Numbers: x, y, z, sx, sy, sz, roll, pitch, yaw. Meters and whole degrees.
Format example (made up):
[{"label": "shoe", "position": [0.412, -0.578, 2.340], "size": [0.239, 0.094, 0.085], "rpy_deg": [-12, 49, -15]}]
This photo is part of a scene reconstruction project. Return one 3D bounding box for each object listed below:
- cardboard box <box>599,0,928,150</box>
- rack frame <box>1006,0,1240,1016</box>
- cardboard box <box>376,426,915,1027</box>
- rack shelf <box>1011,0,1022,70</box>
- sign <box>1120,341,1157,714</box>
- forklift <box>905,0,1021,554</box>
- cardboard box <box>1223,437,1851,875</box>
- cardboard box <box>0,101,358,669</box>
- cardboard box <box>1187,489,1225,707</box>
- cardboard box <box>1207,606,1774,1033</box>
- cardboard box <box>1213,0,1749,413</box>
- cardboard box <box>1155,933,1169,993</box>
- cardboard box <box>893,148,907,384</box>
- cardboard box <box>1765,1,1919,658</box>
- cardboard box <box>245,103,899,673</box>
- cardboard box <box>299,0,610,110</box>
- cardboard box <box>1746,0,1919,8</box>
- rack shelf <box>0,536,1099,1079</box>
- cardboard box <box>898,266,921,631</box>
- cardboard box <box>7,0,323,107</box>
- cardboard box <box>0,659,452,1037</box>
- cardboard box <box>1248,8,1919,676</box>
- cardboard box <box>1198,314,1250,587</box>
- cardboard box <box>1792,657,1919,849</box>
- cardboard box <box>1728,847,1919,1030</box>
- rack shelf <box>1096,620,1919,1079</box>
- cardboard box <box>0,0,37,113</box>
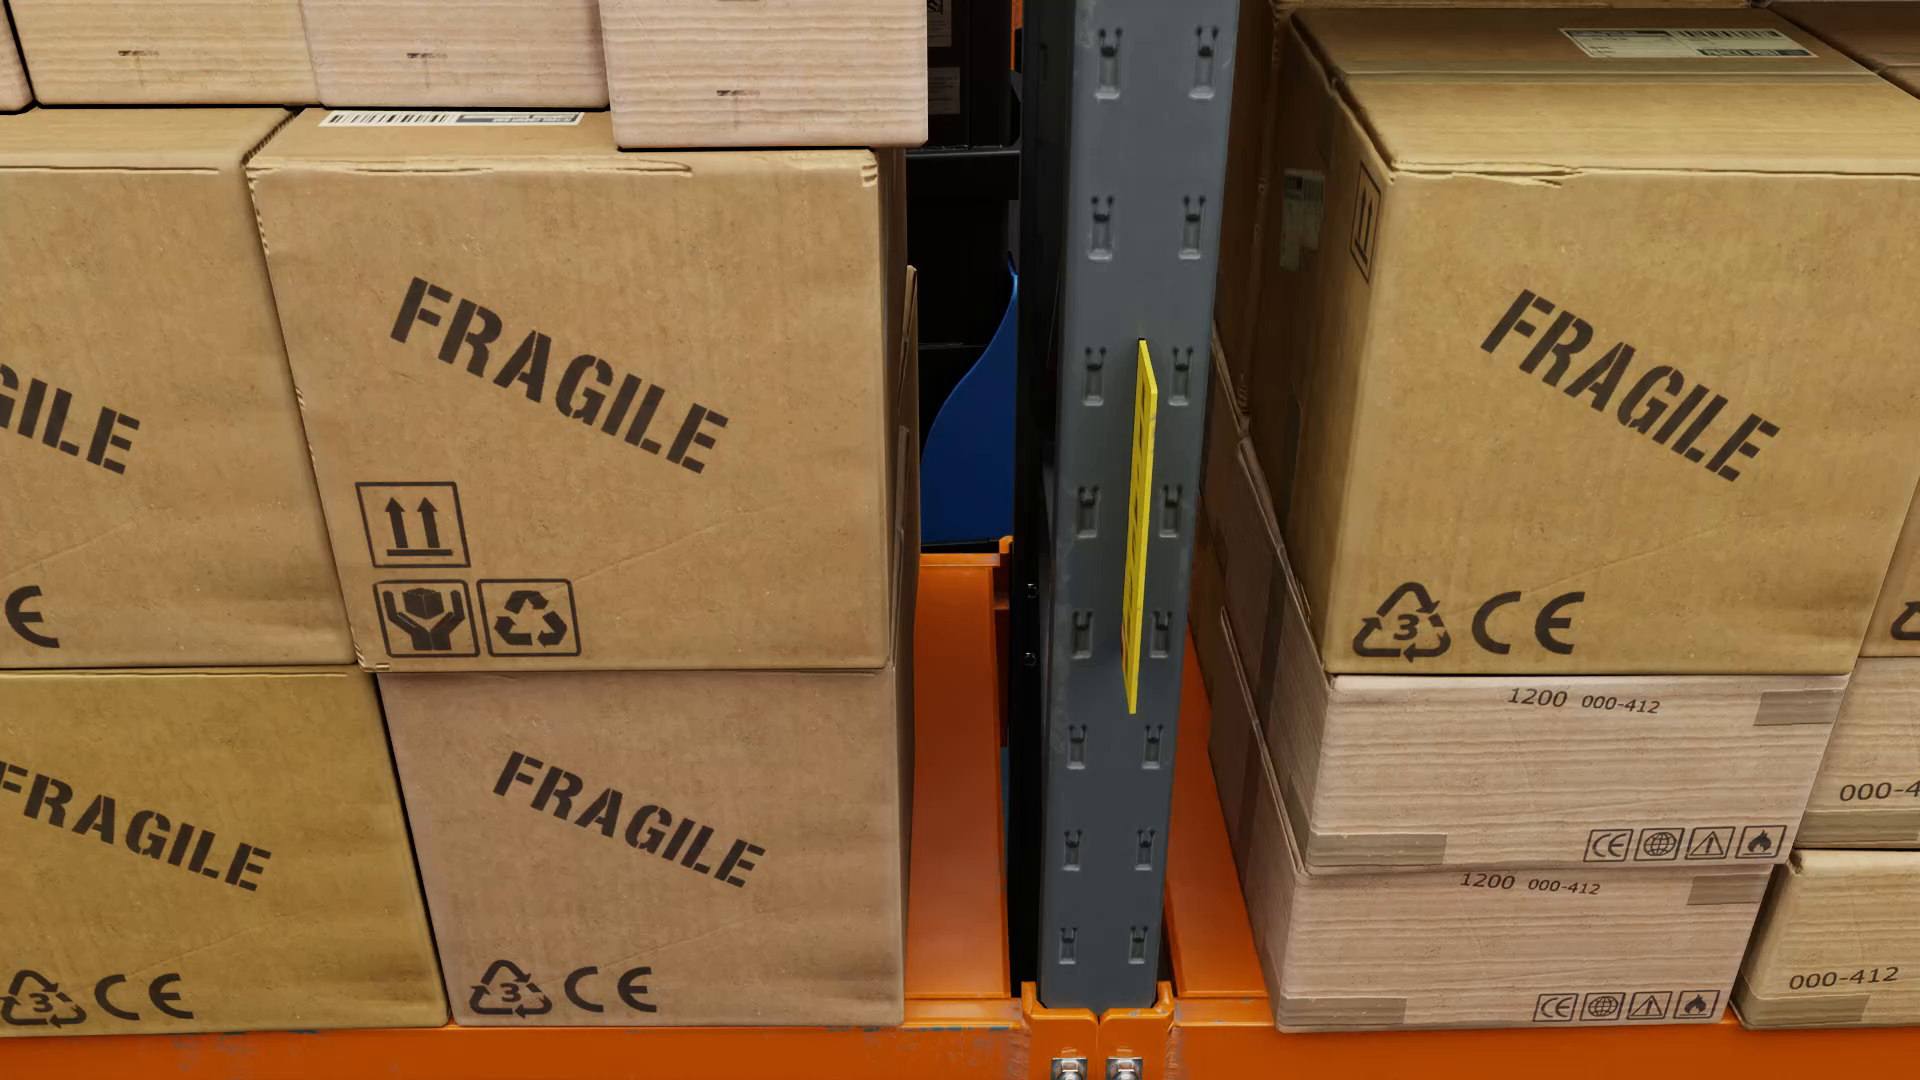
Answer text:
[{"label": "cardboard box", "position": [-0.156, -0.472, 1.450], "size": [0.250, 0.149, 0.380], "rpy_deg": [-1, 31, -1]}, {"label": "rack frame", "position": [0.150, 0.108, 2.180], "size": [0.053, 2.616, 0.949], "rpy_deg": [0, 31, 0]}, {"label": "cardboard box", "position": [-0.312, 0.201, 1.930], "size": [0.500, 0.500, 0.500], "rpy_deg": [0, 31, 0]}, {"label": "rack shelf", "position": [2.117, -2.163, 6.618], "size": [4.000, 0.370, 1.077], "rpy_deg": [0, 31, 0]}, {"label": "sign", "position": [0.155, -0.006, 1.457], "size": [0.005, 0.325, 0.100], "rpy_deg": [0, 31, 0]}, {"label": "forklift", "position": [-0.622, -1.217, 4.431], "size": [3.031, 2.935, 1.130], "rpy_deg": [-3, 31, -5]}, {"label": "cardboard box", "position": [0.592, 0.105, 1.847], "size": [0.500, 0.250, 0.500], "rpy_deg": [-1, 31, -2]}, {"label": "cardboard box", "position": [-0.827, -0.218, 1.658], "size": [0.500, 0.500, 0.500], "rpy_deg": [-1, 31, -1]}, {"label": "cardboard box", "position": [0.598, 0.042, 2.434], "size": [0.500, 0.250, 0.500], "rpy_deg": [-1, 31, -1]}, {"label": "cardboard box", "position": [0.592, 0.310, 1.993], "size": [0.500, 0.250, 0.500], "rpy_deg": [-1, 31, -1]}, {"label": "cardboard box", "position": [0.596, -0.492, 2.109], "size": [0.500, 0.500, 0.500], "rpy_deg": [1, 31, 1]}, {"label": "cardboard box", "position": [0.770, 0.795, 2.691], "size": [0.875, 0.875, 0.875], "rpy_deg": [1, 31, 1]}, {"label": "cardboard box", "position": [-0.327, -0.484, 2.096], "size": [0.500, 0.500, 0.500], "rpy_deg": [0, 31, 0]}, {"label": "cardboard box", "position": [1.101, -0.228, 1.675], "size": [0.500, 0.500, 0.500], "rpy_deg": [0, 31, -1]}, {"label": "cardboard box", "position": [-0.320, -0.216, 1.653], "size": [0.500, 0.500, 0.500], "rpy_deg": [0, 31, -1]}, {"label": "cardboard box", "position": [-0.420, -0.527, 1.541], "size": [0.250, 0.149, 0.380], "rpy_deg": [1, 31, 1]}, {"label": "cardboard box", "position": [1.113, -0.497, 2.118], "size": [0.500, 0.500, 0.500], "rpy_deg": [0, 31, 1]}, {"label": "rack shelf", "position": [-1.849, 0.424, 2.353], "size": [4.000, 0.370, 1.077], "rpy_deg": [0, 31, 0]}, {"label": "cardboard box", "position": [-0.320, -0.067, 2.373], "size": [0.500, 0.500, 0.500], "rpy_deg": [1, 31, 1]}, {"label": "cardboard box", "position": [-0.669, -0.531, 1.548], "size": [0.250, 0.149, 0.380], "rpy_deg": [0, 31, 0]}, {"label": "cardboard box", "position": [-0.826, 0.206, 1.923], "size": [0.500, 0.500, 0.500], "rpy_deg": [-1, 31, -2]}, {"label": "cardboard box", "position": [0.592, -0.213, 1.648], "size": [0.500, 0.500, 0.500], "rpy_deg": [0, 31, 0]}, {"label": "cardboard box", "position": [0.590, -0.167, 2.296], "size": [0.500, 0.250, 0.500], "rpy_deg": [0, 31, 0]}, {"label": "cardboard box", "position": [1.113, 0.089, 1.874], "size": [0.500, 0.250, 0.500], "rpy_deg": [0, 31, 0]}, {"label": "cardboard box", "position": [1.110, 0.307, 1.996], "size": [0.500, 0.250, 0.500], "rpy_deg": [-1, 31, -2]}, {"label": "rack shelf", "position": [2.150, 0.411, 2.374], "size": [4.000, 0.370, 1.077], "rpy_deg": [0, 31, 0]}, {"label": "cardboard box", "position": [-0.922, -0.521, 1.532], "size": [0.250, 0.149, 0.380], "rpy_deg": [0, 31, -1]}]
